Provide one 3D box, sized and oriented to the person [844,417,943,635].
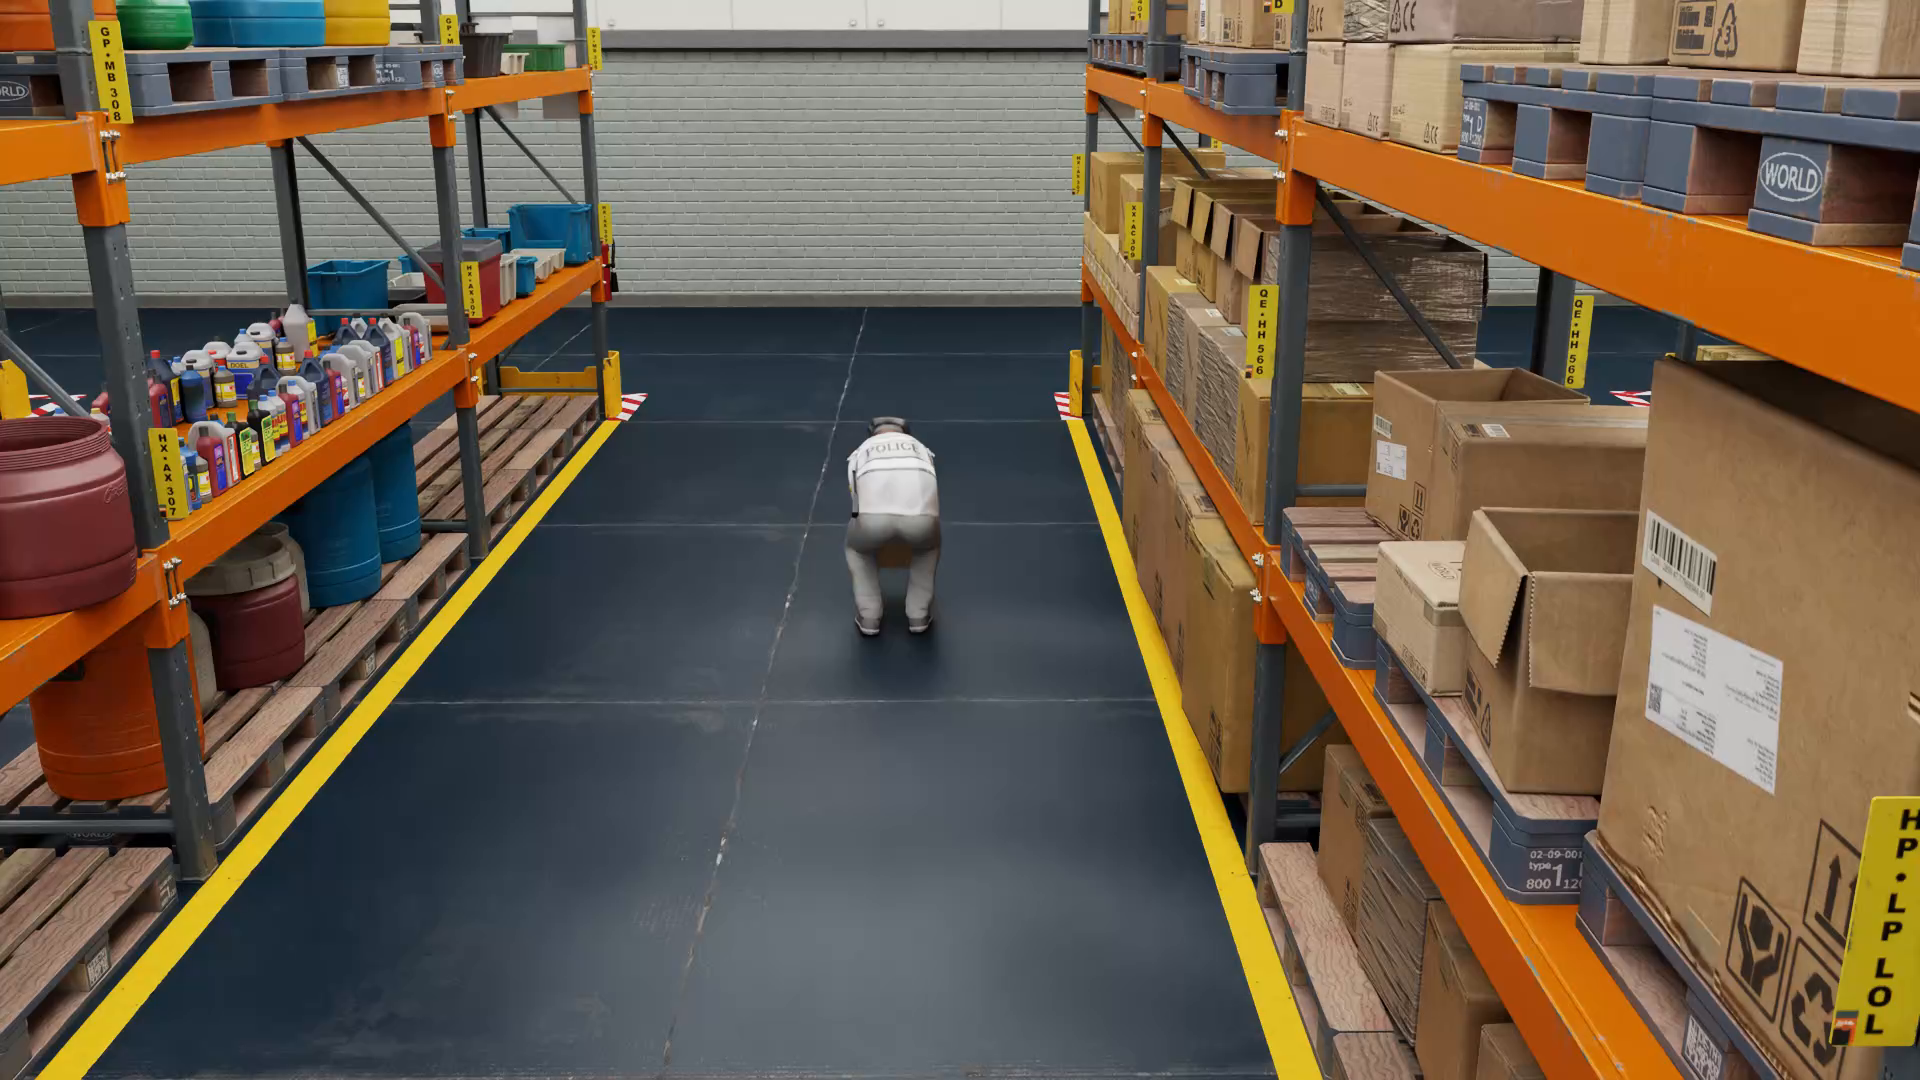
[{"bbox_3d":[-0.362,-0.077,9.002,0.534,1.043,1.029,-1,17,-3],"label":"person"}]
